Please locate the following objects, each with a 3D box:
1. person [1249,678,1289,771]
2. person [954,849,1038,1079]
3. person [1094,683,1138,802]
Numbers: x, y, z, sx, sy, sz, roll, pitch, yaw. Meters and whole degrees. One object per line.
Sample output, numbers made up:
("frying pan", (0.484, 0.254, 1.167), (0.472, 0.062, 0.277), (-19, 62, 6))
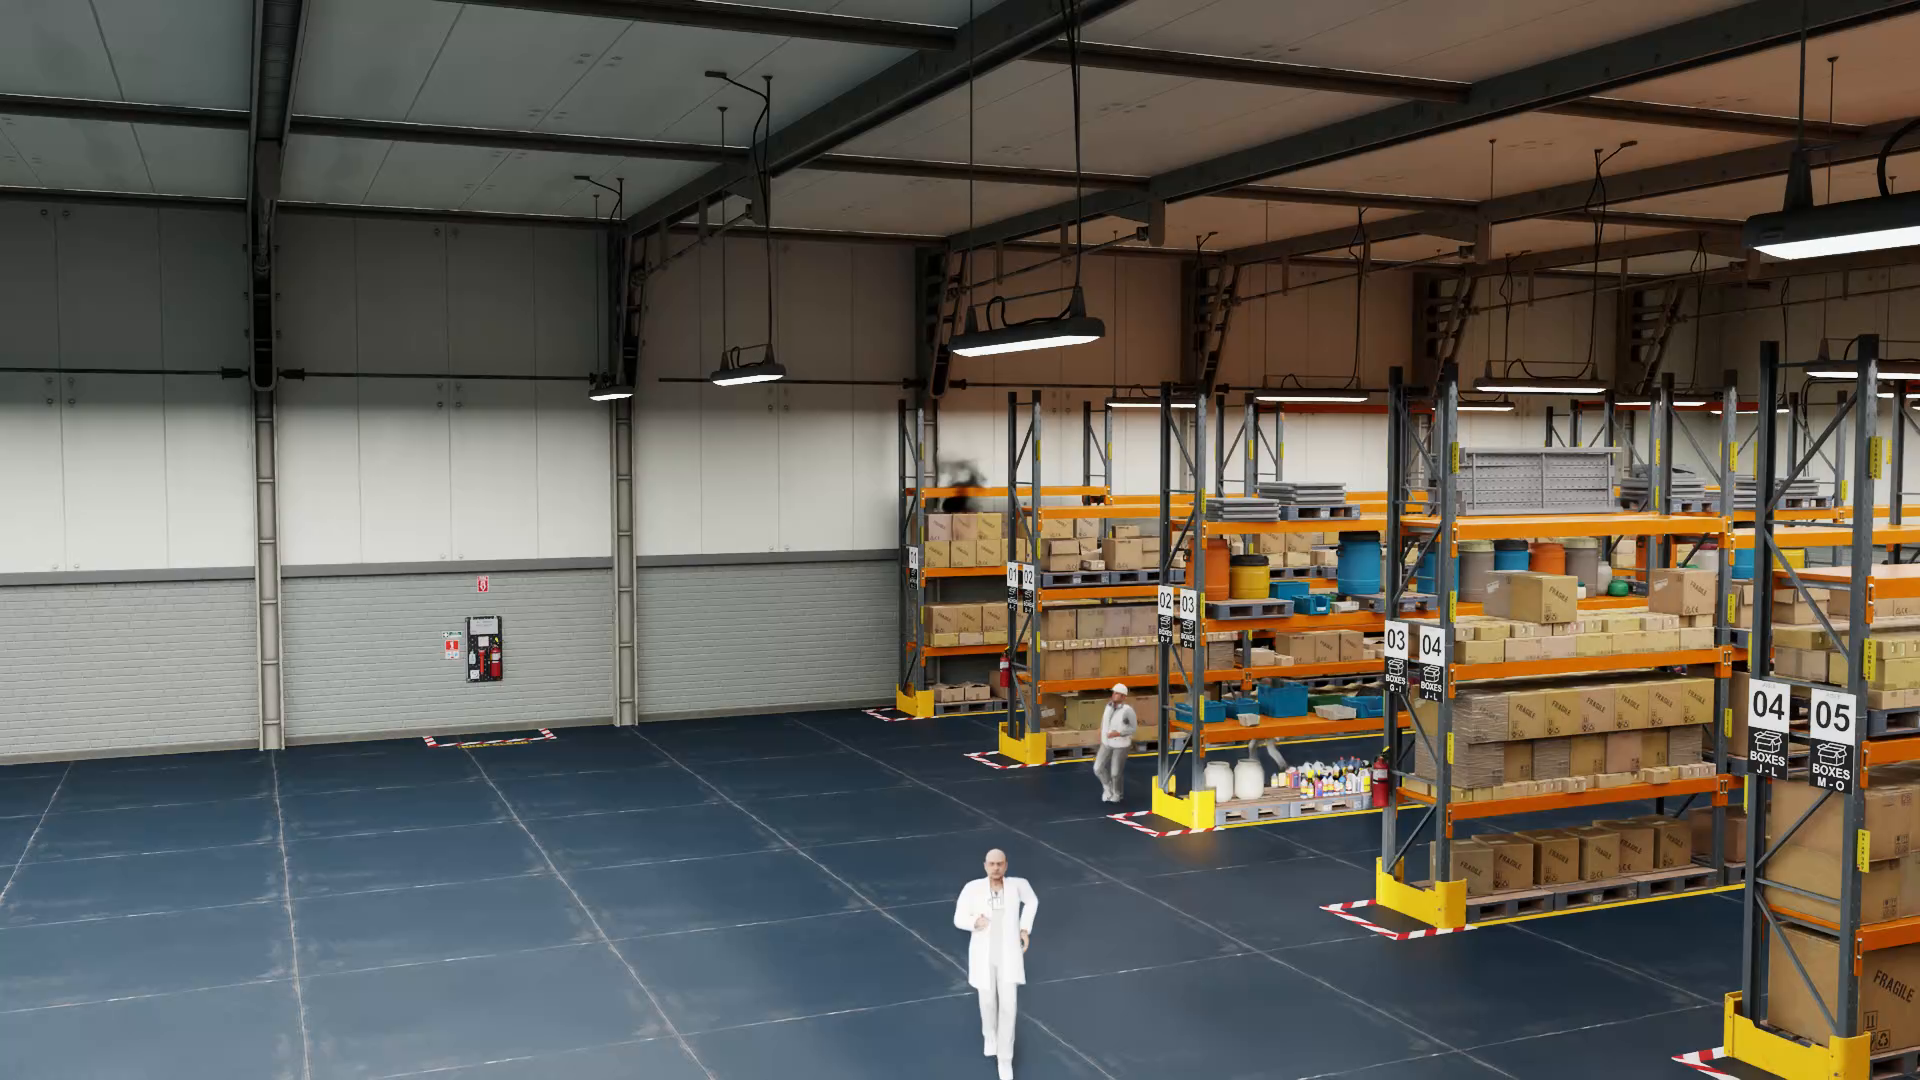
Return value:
("person", (4.609, 2.882, 25.054), (0.784, 1.630, 0.517), (-2, 4, -29))
("person", (0.295, 3.458, 13.714), (0.681, 1.831, 0.832), (0, 3, 3))
("person", (2.219, 2.904, 23.678), (0.684, 1.737, 0.586), (3, 4, 41))
